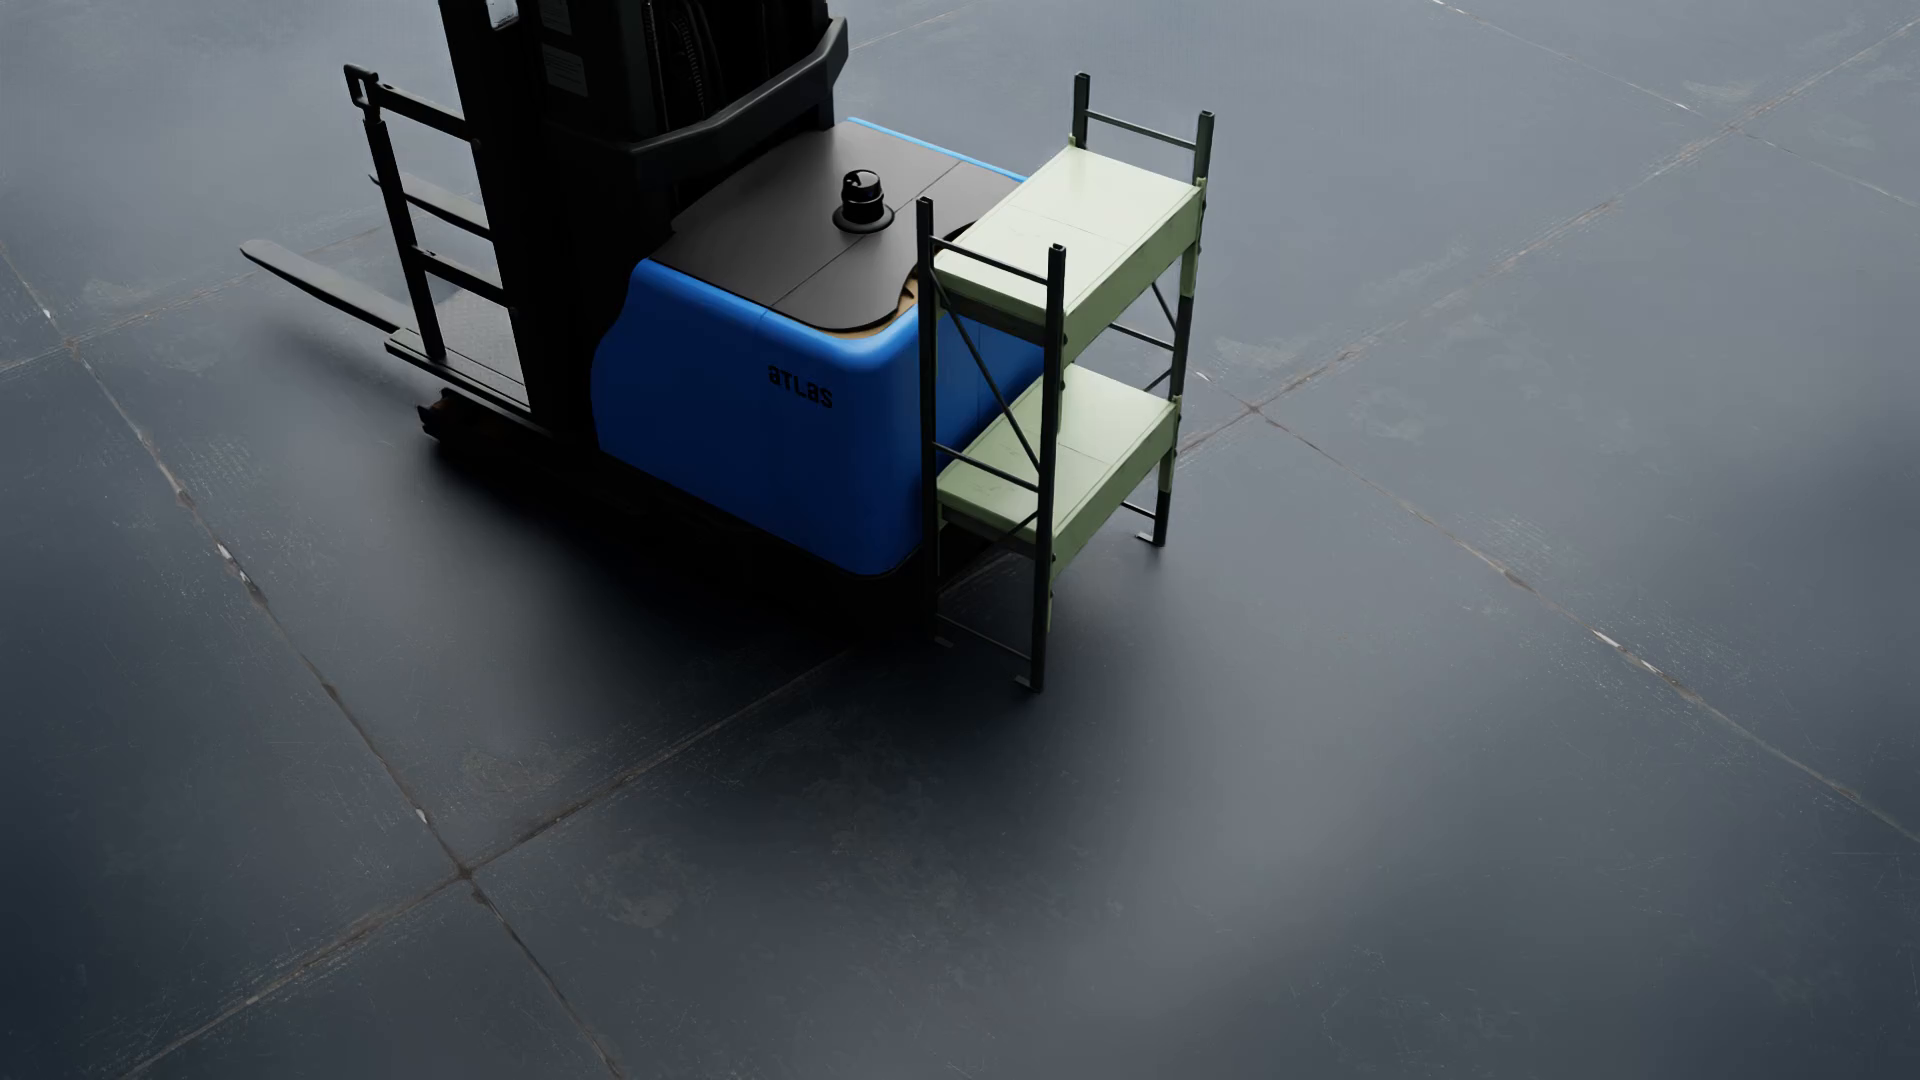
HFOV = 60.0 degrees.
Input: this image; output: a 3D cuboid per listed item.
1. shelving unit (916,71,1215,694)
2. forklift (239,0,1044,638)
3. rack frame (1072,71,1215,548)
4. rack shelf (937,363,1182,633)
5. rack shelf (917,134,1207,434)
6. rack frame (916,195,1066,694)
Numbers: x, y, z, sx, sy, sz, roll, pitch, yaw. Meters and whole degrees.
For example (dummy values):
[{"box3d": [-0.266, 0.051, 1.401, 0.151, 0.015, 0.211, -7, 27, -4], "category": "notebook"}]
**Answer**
[{"box3d": [0.271, -0.395, 4.575, 0.431, 1.500, 0.755, 24, 48, 24], "category": "shelving unit"}, {"box3d": [-1.190, -1.581, 4.792, 3.031, 2.935, 1.130, 25, 49, 24], "category": "forklift"}, {"box3d": [0.474, -0.603, 4.797, 0.400, 1.500, 0.023, 24, 48, 24], "category": "rack frame"}, {"box3d": [0.271, -0.157, 4.798, 0.431, 0.370, 0.720, 24, 48, 24], "category": "rack shelf"}, {"box3d": [0.271, -0.679, 4.307, 0.431, 0.370, 0.720, 24, 48, 24], "category": "rack shelf"}, {"box3d": [0.069, -0.186, 4.352, 0.400, 1.500, 0.023, 24, 48, 24], "category": "rack frame"}]
